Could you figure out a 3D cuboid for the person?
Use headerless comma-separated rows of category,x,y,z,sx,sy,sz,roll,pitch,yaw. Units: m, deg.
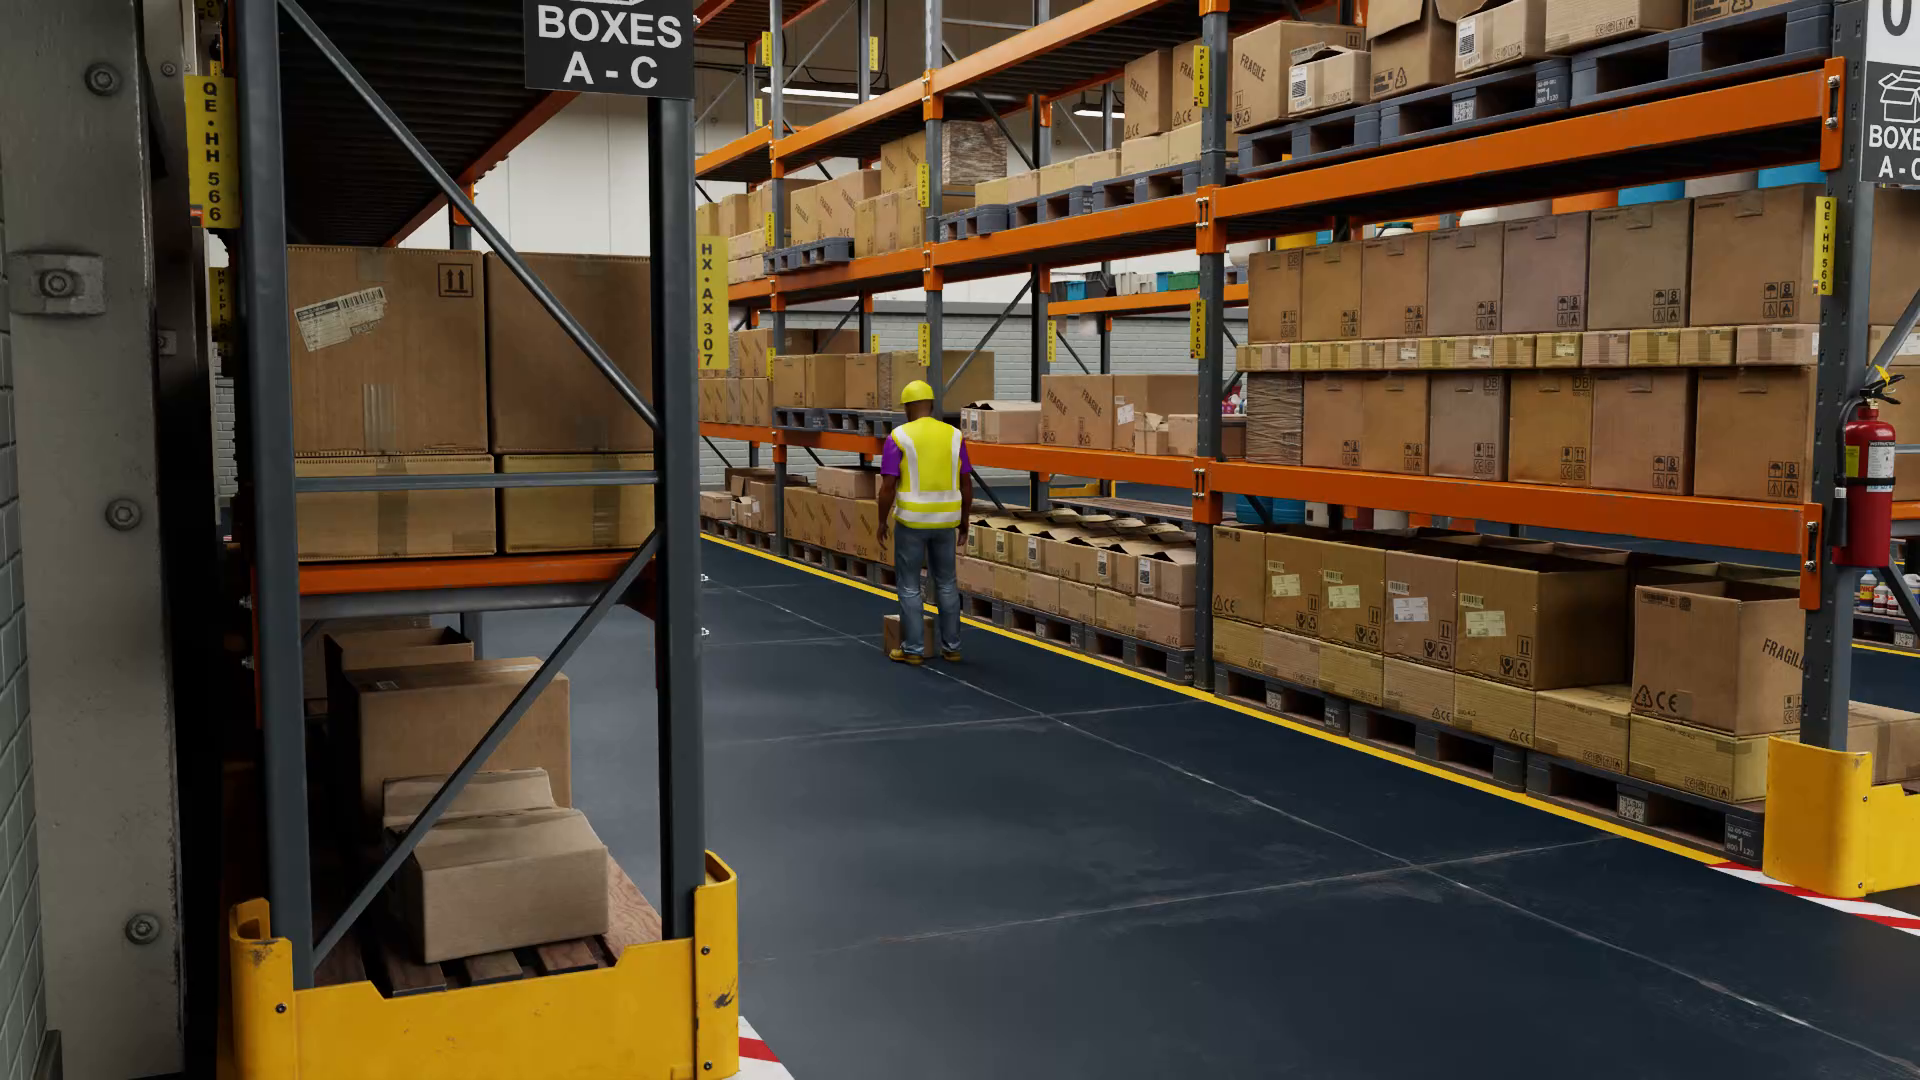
person,-0.221,-0.115,10.393,0.628,1.761,0.456,-2,6,-23
